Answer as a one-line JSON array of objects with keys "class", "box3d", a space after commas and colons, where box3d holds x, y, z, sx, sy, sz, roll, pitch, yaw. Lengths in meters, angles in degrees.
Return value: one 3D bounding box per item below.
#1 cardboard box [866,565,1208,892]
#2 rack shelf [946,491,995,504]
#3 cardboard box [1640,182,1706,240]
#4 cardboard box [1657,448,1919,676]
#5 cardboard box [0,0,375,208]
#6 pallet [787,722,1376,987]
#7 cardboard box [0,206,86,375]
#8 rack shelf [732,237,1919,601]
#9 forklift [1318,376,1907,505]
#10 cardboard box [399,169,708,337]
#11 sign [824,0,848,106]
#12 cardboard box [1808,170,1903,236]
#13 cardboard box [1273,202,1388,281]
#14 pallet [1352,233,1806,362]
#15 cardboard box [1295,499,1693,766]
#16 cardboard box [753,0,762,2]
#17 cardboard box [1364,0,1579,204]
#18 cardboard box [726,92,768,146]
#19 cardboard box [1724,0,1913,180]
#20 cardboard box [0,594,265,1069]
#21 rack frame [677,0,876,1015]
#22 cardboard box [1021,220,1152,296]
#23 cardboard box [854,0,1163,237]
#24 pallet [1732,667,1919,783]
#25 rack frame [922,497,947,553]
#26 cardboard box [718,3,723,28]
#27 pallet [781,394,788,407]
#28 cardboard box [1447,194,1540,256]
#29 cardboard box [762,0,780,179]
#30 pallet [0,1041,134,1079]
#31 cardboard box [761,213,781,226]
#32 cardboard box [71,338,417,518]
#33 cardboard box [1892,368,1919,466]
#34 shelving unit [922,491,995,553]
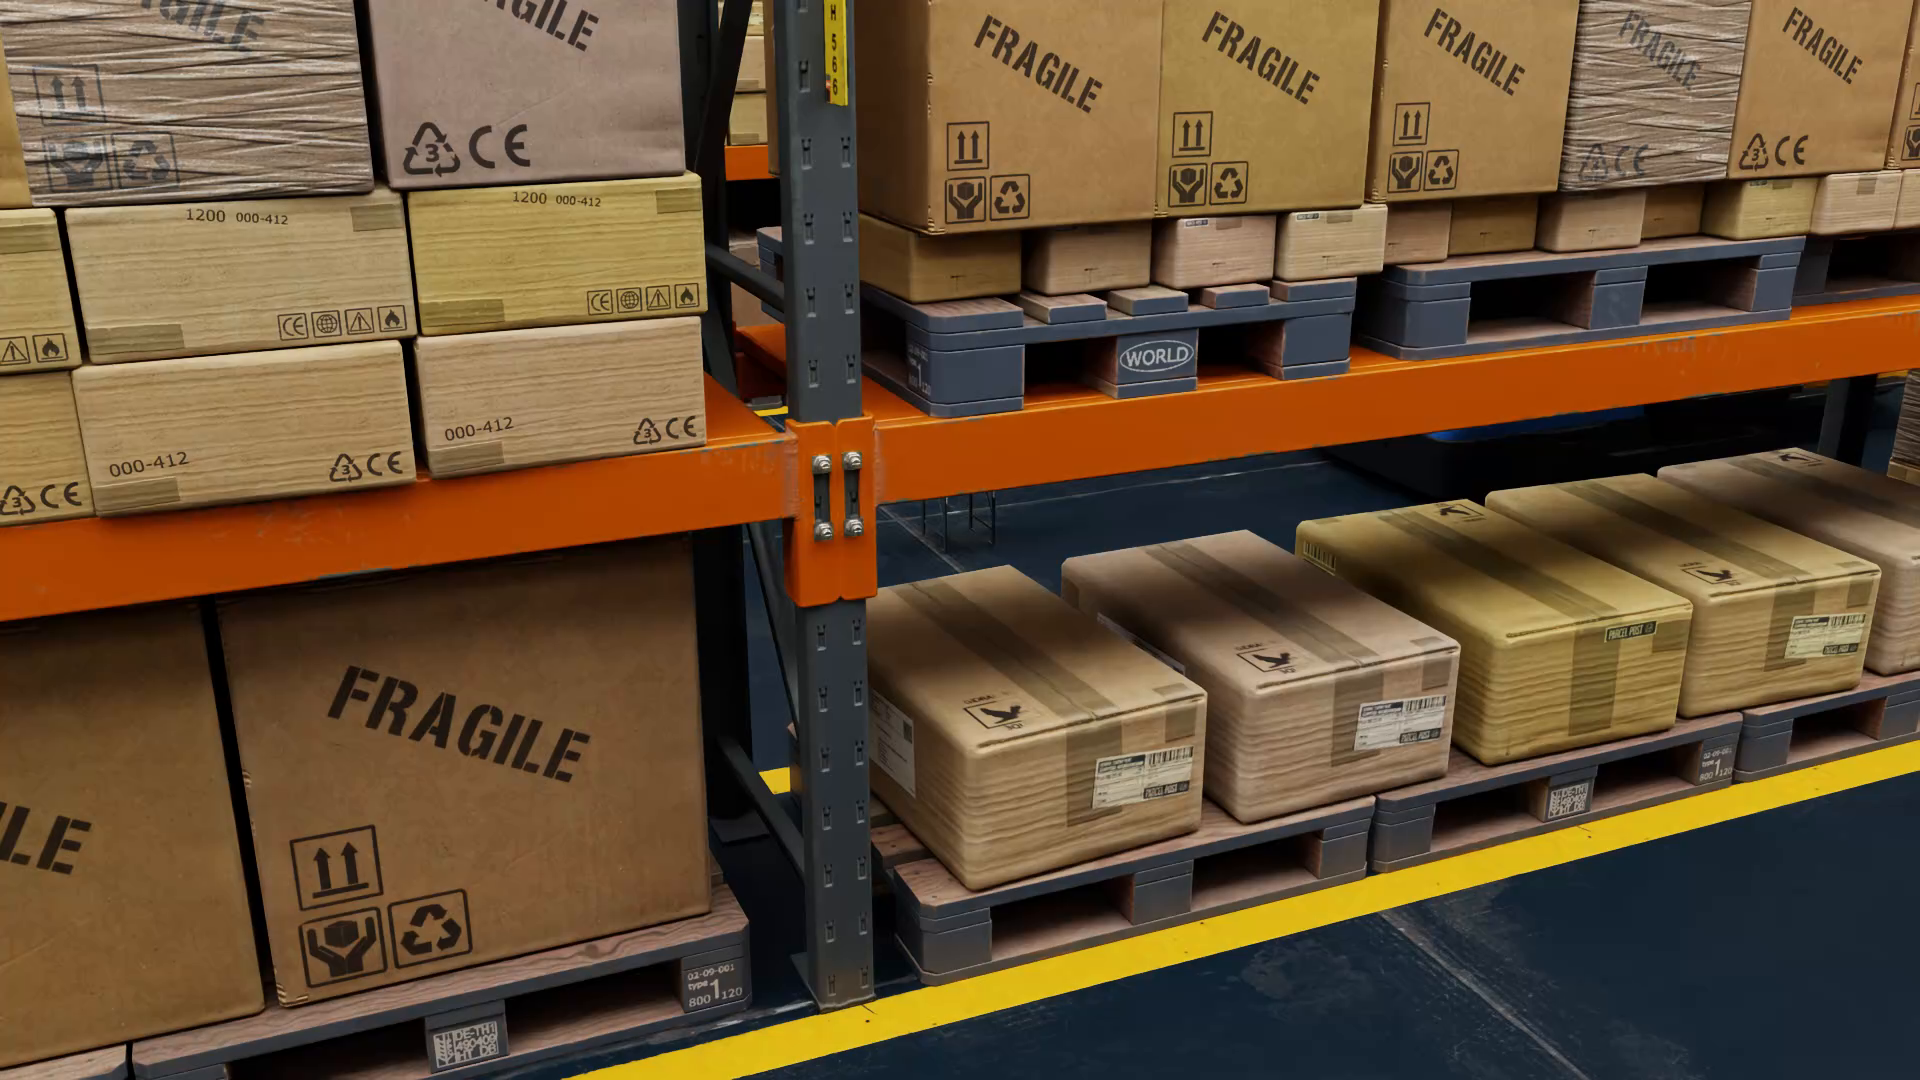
[{"class": "cardboard box", "box3d": [0.082, 0.423, 4.128, 0.625, 0.372, 0.950, -10, 22, -26]}, {"class": "rack shelf", "box3d": [-0.007, -0.222, 6.440, 0.200, 0.077, 0.258, -8, 21, -22]}, {"class": "cardboard box", "box3d": [1.644, -0.868, 4.216, 0.250, 0.149, 0.380, -9, 21, -24]}, {"class": "cardboard box", "box3d": [2.752, 0.038, 5.222, 0.625, 0.372, 0.950, -8, 21, -21]}, {"class": "cardboard box", "box3d": [-1.280, -0.848, 2.758, 0.500, 0.500, 0.500, -8, 21, -21]}, {"class": "pallet", "box3d": [0.278, 0.666, 4.313, 1.213, 0.211, 1.003, -8, 21, -22]}, {"class": "cardboard box", "box3d": [-1.716, -0.429, 2.696, 0.500, 0.250, 0.500, -9, 21, -23]}, {"class": "rack shelf", "box3d": [1.396, -0.471, 4.426, 4.000, 0.370, 1.077, -8, 21, -22]}, {"class": "forklift", "box3d": [3.117, -1.838, 7.330, 3.031, 2.935, 1.130, -9, 21, -23]}, {"class": "cardboard box", "box3d": [-0.785, -0.571, 3.100, 0.500, 0.250, 0.500, -8, 21, -22]}, {"class": "sign", "box3d": [-0.218, -0.924, 2.887, 0.005, 0.325, 0.100, -8, 21, -22]}, {"class": "cardboard box", "box3d": [2.165, -0.892, 4.285, 0.250, 0.149, 0.380, -8, 21, -21]}, {"class": "cardboard box", "box3d": [0.735, -0.691, 3.715, 0.250, 0.149, 0.380, -8, 21, -22]}, {"class": "pallet", "box3d": [1.361, -0.729, 4.366, 1.213, 0.211, 1.003, -8, 21, -22]}, {"class": "cardboard box", "box3d": [1.455, 0.226, 4.689, 0.625, 0.372, 0.950, -7, 21, -20]}, {"class": "cardboard box", "box3d": [-1.069, -2.724, 8.616, 0.250, 0.149, 0.380, -9, 21, -23]}, {"class": "cardboard box", "box3d": [1.025, -1.064, 3.796, 0.500, 0.500, 0.500, -8, 21, -21]}, {"class": "cardboard box", "box3d": [-0.972, -2.108, 8.218, 0.500, 0.250, 0.500, -9, 21, -24]}, {"class": "cardboard box", "box3d": [1.968, -1.196, 4.173, 0.500, 0.500, 0.500, -7, 21, -20]}, {"class": "cardboard box", "box3d": [-1.928, 0.439, 3.327, 0.875, 0.875, 0.875, -8, 21, -21]}, {"class": "rack frame", "box3d": [-0.441, -0.547, 3.559, 0.127, 3.000, 1.000, -8, 21, -22]}, {"class": "cardboard box", "box3d": [0.204, -0.640, 3.568, 0.250, 0.149, 0.380, -10, 22, -25]}, {"class": "cardboard box", "box3d": [0.064, -0.921, 3.391, 0.500, 0.500, 0.500, -9, 21, -23]}, {"class": "pallet", "box3d": [2.518, 0.345, 5.225, 1.213, 0.211, 1.003, -8, 21, -22]}, {"class": "rack frame", "box3d": [-0.101, -0.410, 6.332, 0.006, 0.900, 0.240, -8, 21, -22]}, {"class": "cardboard box", "box3d": [-1.295, -2.481, 7.924, 0.250, 0.149, 0.380, -8, 21, -21]}, {"class": "pallet", "box3d": [-0.520, -1.001, 9.046, 1.213, 0.211, 1.003, -8, 21, -22]}, {"class": "cardboard box", "box3d": [1.169, -0.796, 4.012, 0.250, 0.149, 0.380, -7, 21, -20]}, {"class": "cardboard box", "box3d": [-0.133, -1.077, 3.834, 0.500, 0.500, 0.500, -9, 21, -23]}, {"class": "pallet", "box3d": [-2.313, 1.008, 3.341, 1.213, 0.211, 1.003, -8, 21, -22]}, {"class": "cardboard box", "box3d": [-0.617, -1.393, 8.905, 0.625, 0.625, 0.875, -9, 21, -24]}, {"class": "cardboard box", "box3d": [-1.265, -0.259, 2.966, 0.500, 0.250, 0.500, -8, 21, -21]}, {"class": "cardboard box", "box3d": [3.669, -0.488, 5.769, 0.500, 0.500, 0.500, -8, 21, -23]}, {"class": "shelving unit", "box3d": [-0.007, -0.423, 6.370, 0.210, 0.900, 0.258, -8, 21, -22]}]
